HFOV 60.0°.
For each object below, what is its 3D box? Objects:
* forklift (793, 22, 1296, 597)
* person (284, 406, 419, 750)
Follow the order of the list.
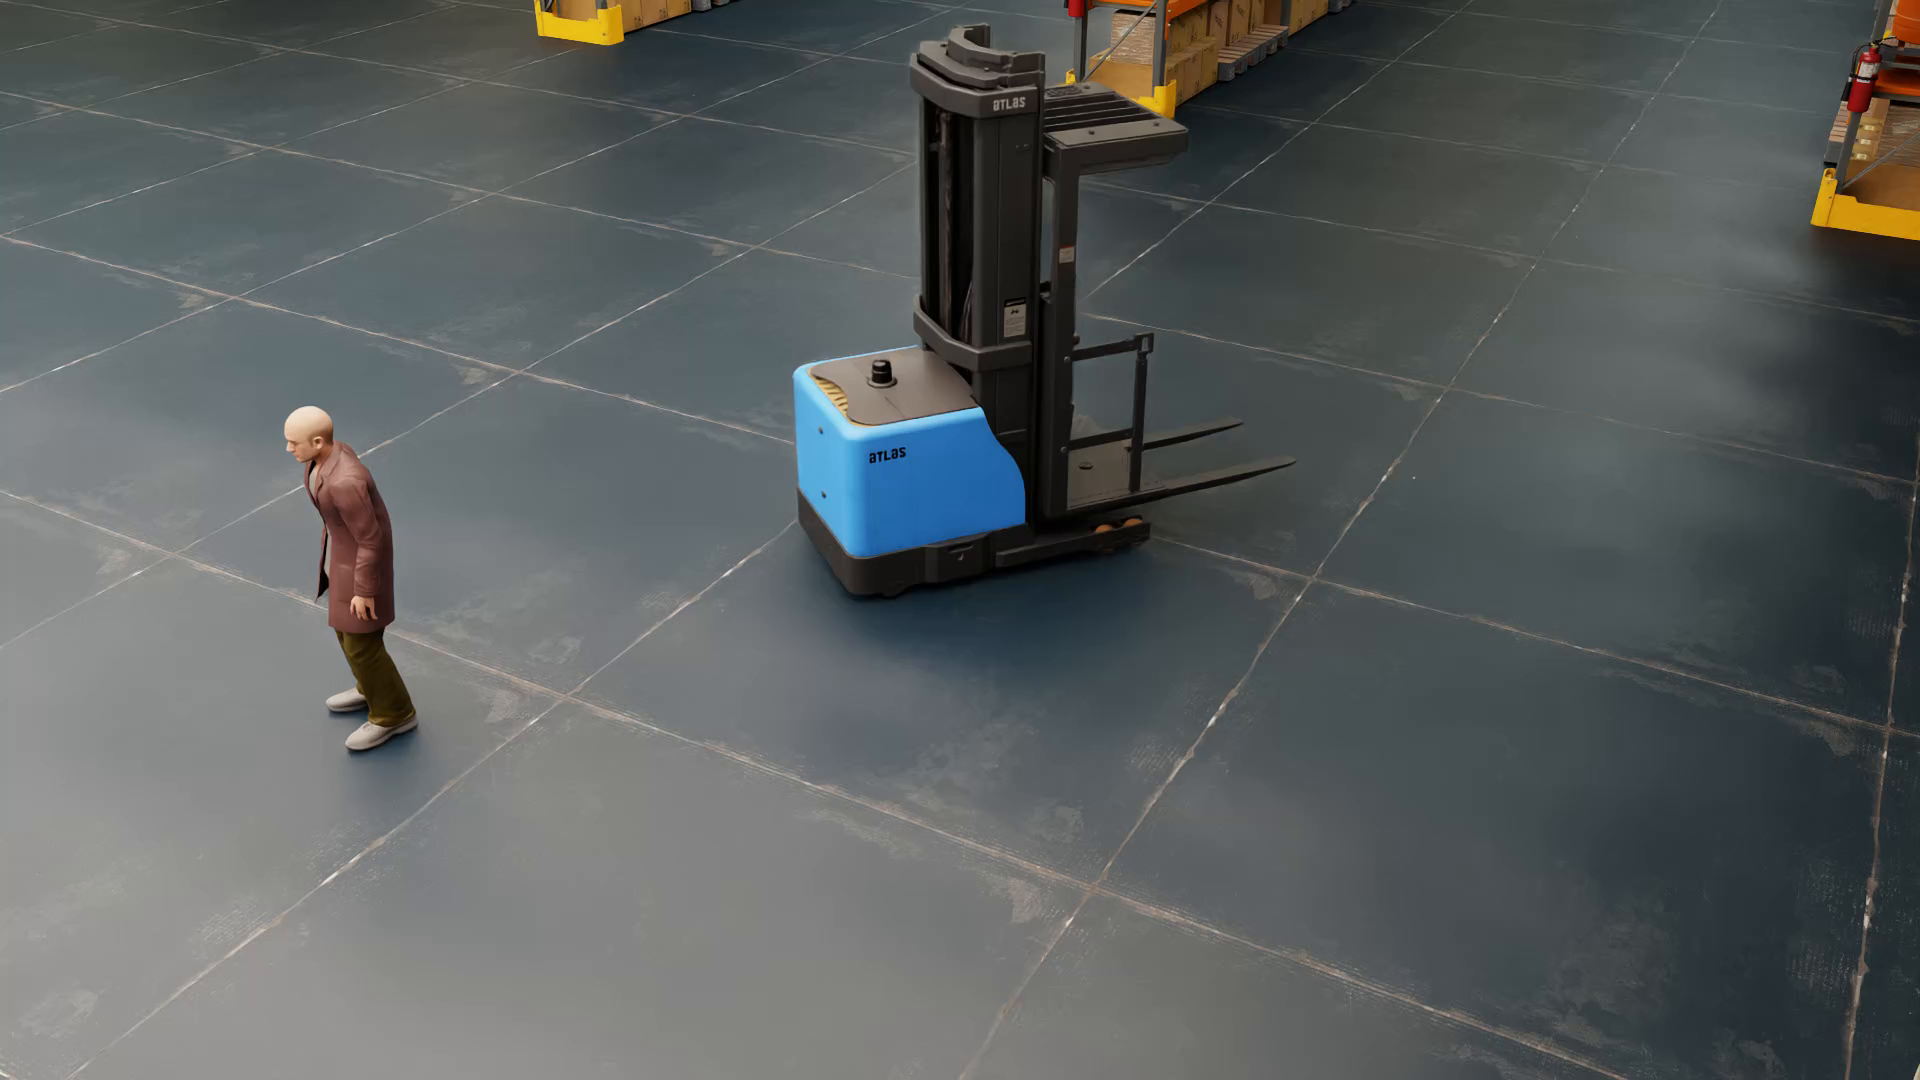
[{"bbox_3d":[0.585,-1.421,9.533,3.031,2.935,1.130,-12,32,-20],"label":"forklift"},{"bbox_3d":[-2.922,0.152,7.966,0.433,1.772,0.643,-18,34,-28],"label":"person"}]
